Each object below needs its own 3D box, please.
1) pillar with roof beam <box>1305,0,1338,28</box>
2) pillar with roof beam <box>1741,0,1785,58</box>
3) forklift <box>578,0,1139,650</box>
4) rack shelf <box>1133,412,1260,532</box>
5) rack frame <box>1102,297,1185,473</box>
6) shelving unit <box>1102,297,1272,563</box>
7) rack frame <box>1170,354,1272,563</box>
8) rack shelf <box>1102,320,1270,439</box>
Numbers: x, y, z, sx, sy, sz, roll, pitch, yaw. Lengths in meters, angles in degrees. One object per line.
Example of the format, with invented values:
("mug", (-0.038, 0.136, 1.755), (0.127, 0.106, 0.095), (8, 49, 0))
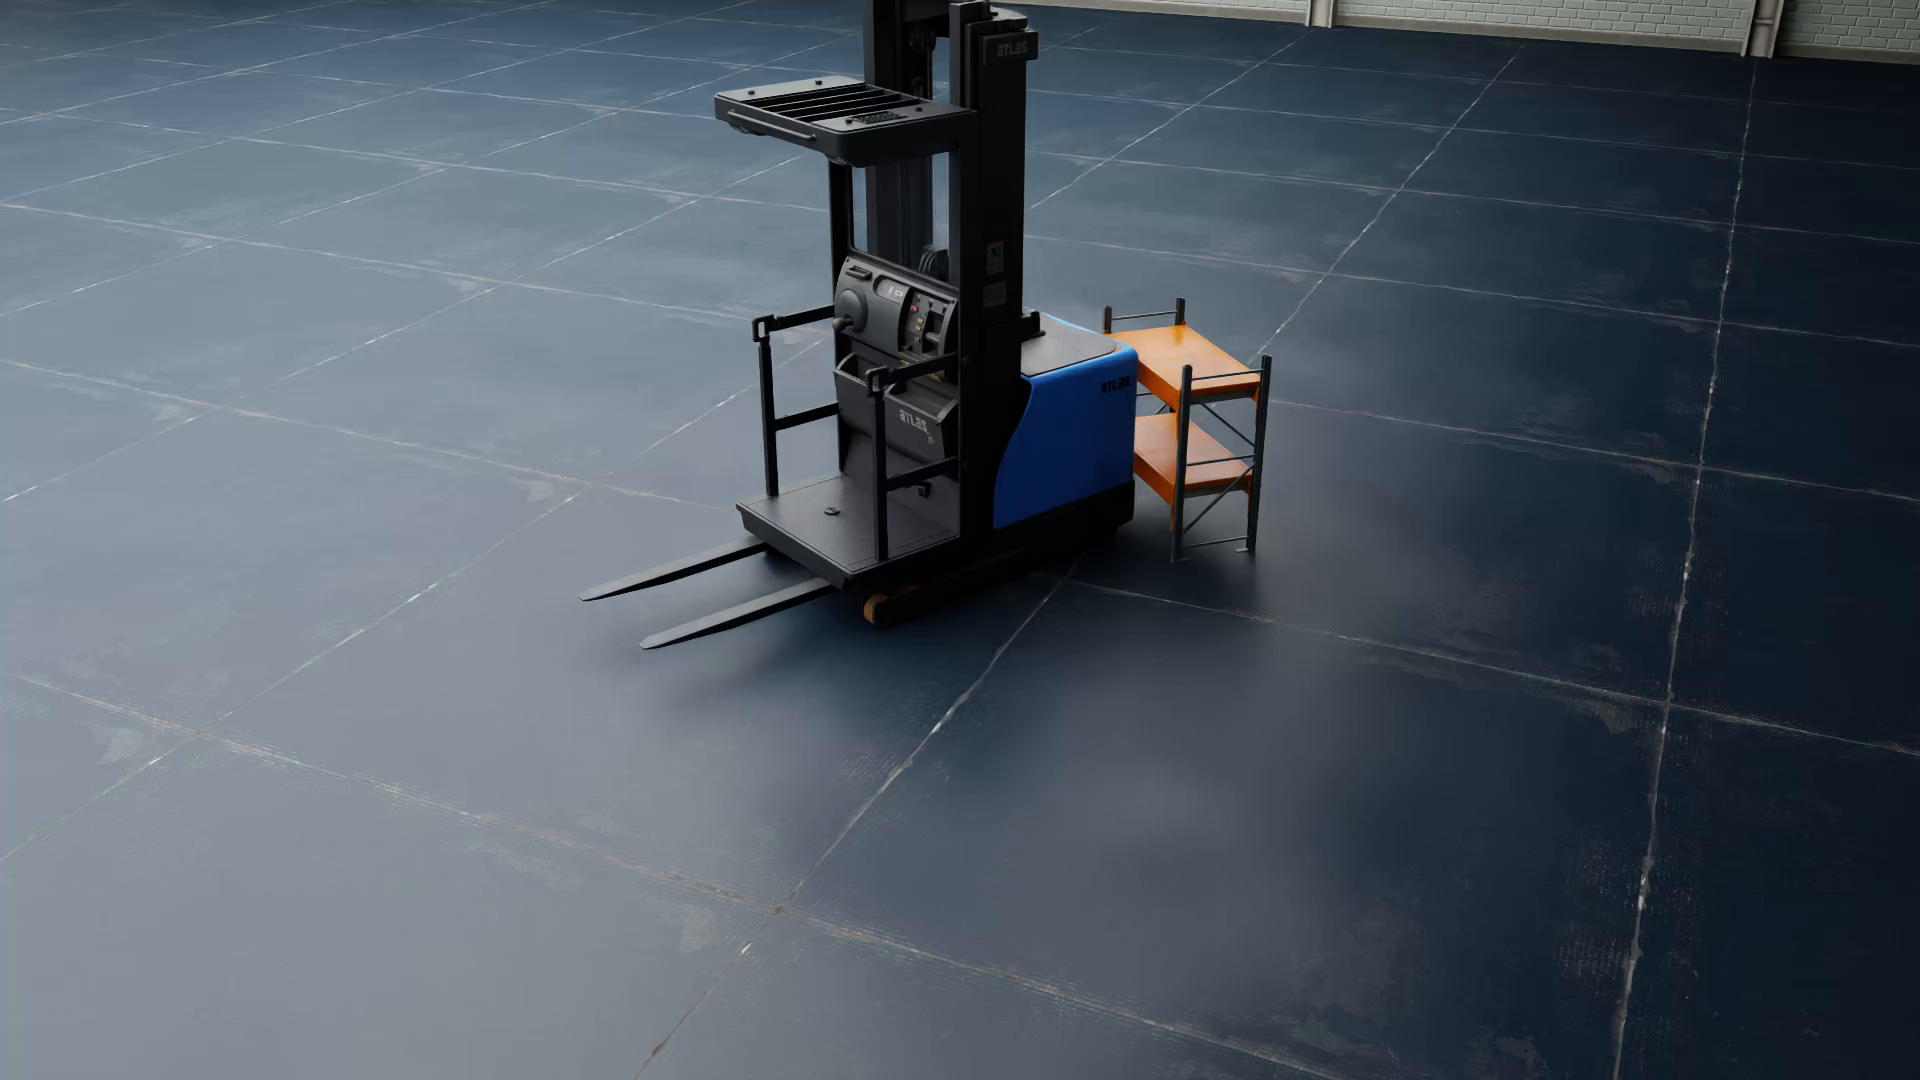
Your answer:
("pillar with roof beam", (3.618, -10.010, 19.394), (0.400, 9.000, 9.100), (11, 28, 22))
("pillar with roof beam", (9.079, -8.913, 17.166), (0.400, 9.000, 9.100), (11, 28, 22))
("forklift", (-0.492, -1.141, 8.249), (3.031, 2.935, 1.130), (-19, 32, -34))
("rack shelf", (1.214, -0.413, 9.370), (0.538, 0.278, 1.000), (-9, 28, -17))
("rack frame", (1.047, -0.845, 9.693), (0.500, 1.125, 0.032), (-9, 28, -17))
("shelving unit", (1.214, -0.633, 9.262), (0.538, 1.125, 1.048), (-9, 28, -17))
("rack frame", (1.381, -0.421, 8.831), (0.500, 1.125, 0.032), (-9, 28, -17))
("rack shelf", (1.214, -0.895, 9.132), (0.538, 0.278, 1.000), (-9, 28, -17))
